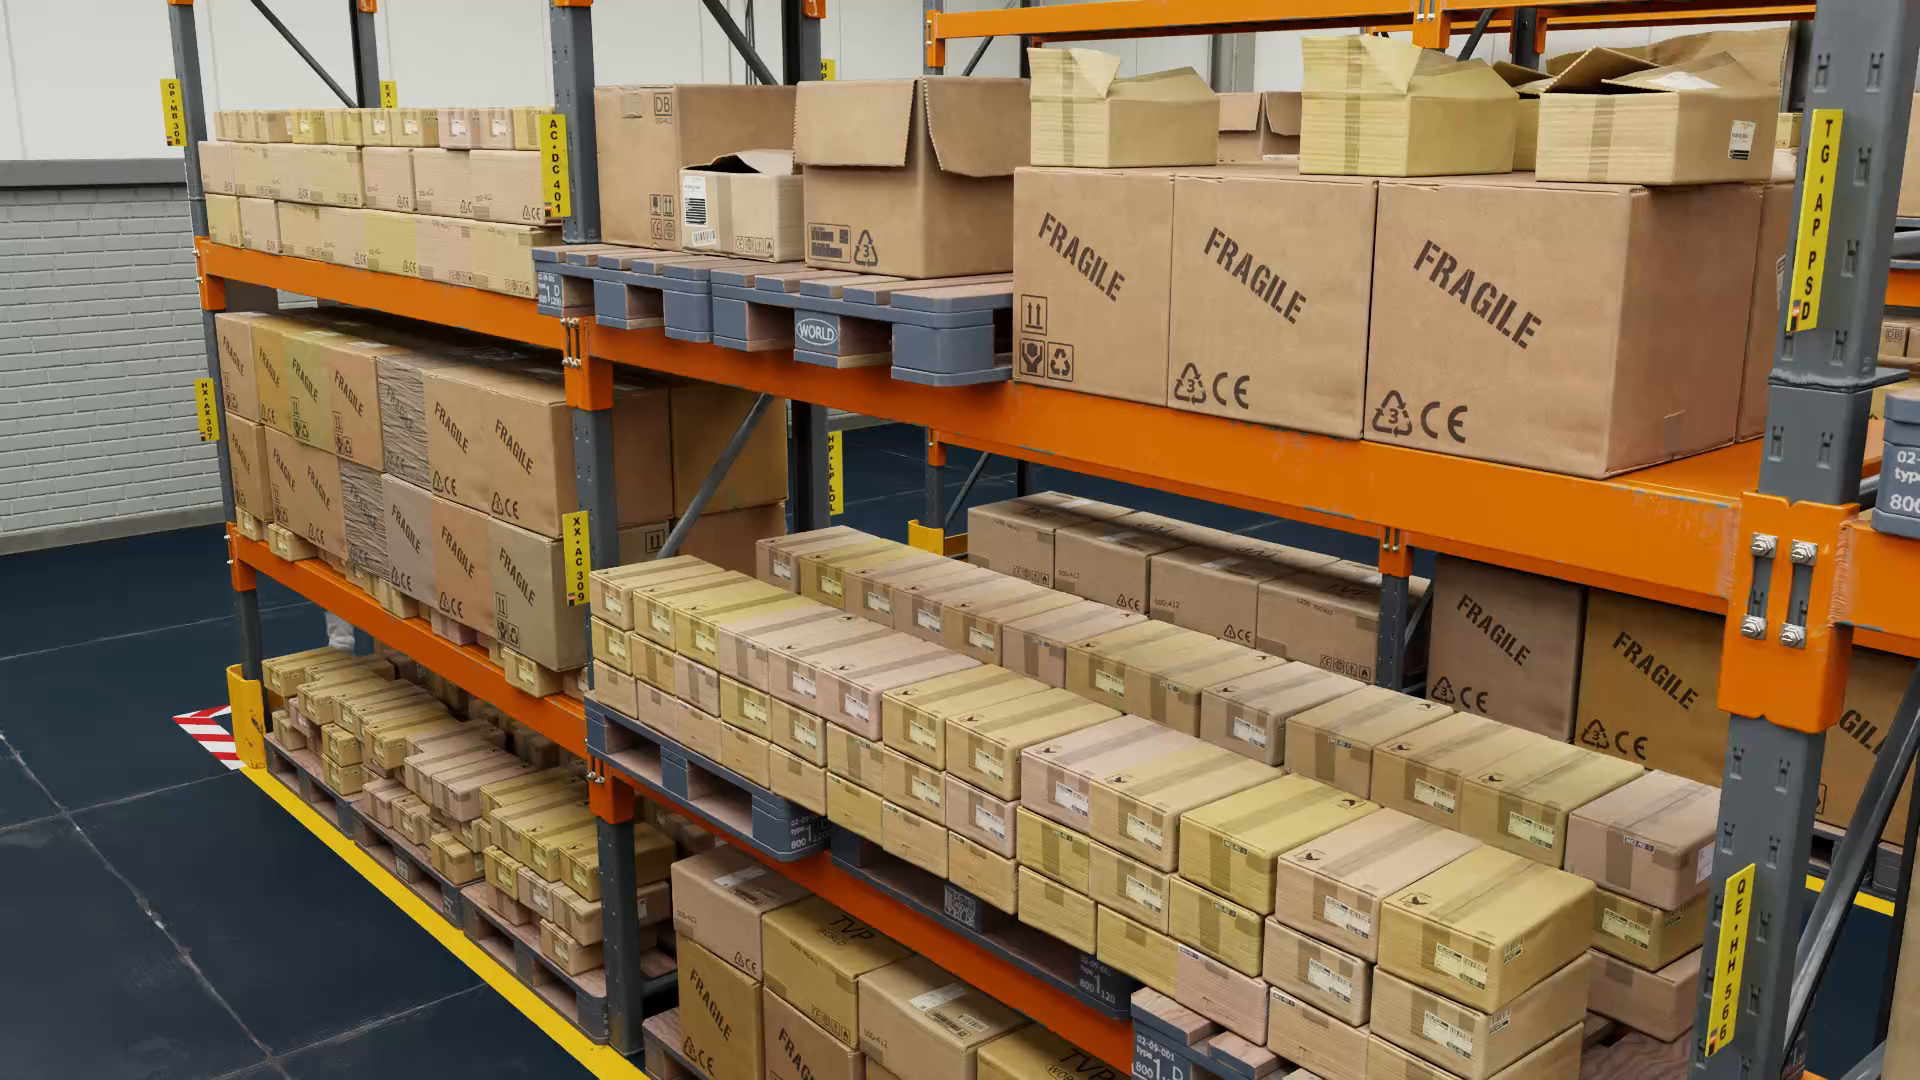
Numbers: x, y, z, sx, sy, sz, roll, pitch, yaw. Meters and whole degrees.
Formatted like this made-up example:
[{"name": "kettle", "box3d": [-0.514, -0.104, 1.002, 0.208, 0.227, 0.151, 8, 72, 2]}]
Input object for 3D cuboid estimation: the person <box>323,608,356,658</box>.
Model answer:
[{"name": "person", "box3d": [-3.802, -0.014, 10.530, 0.773, 1.631, 0.494, -6, 15, -21]}]
